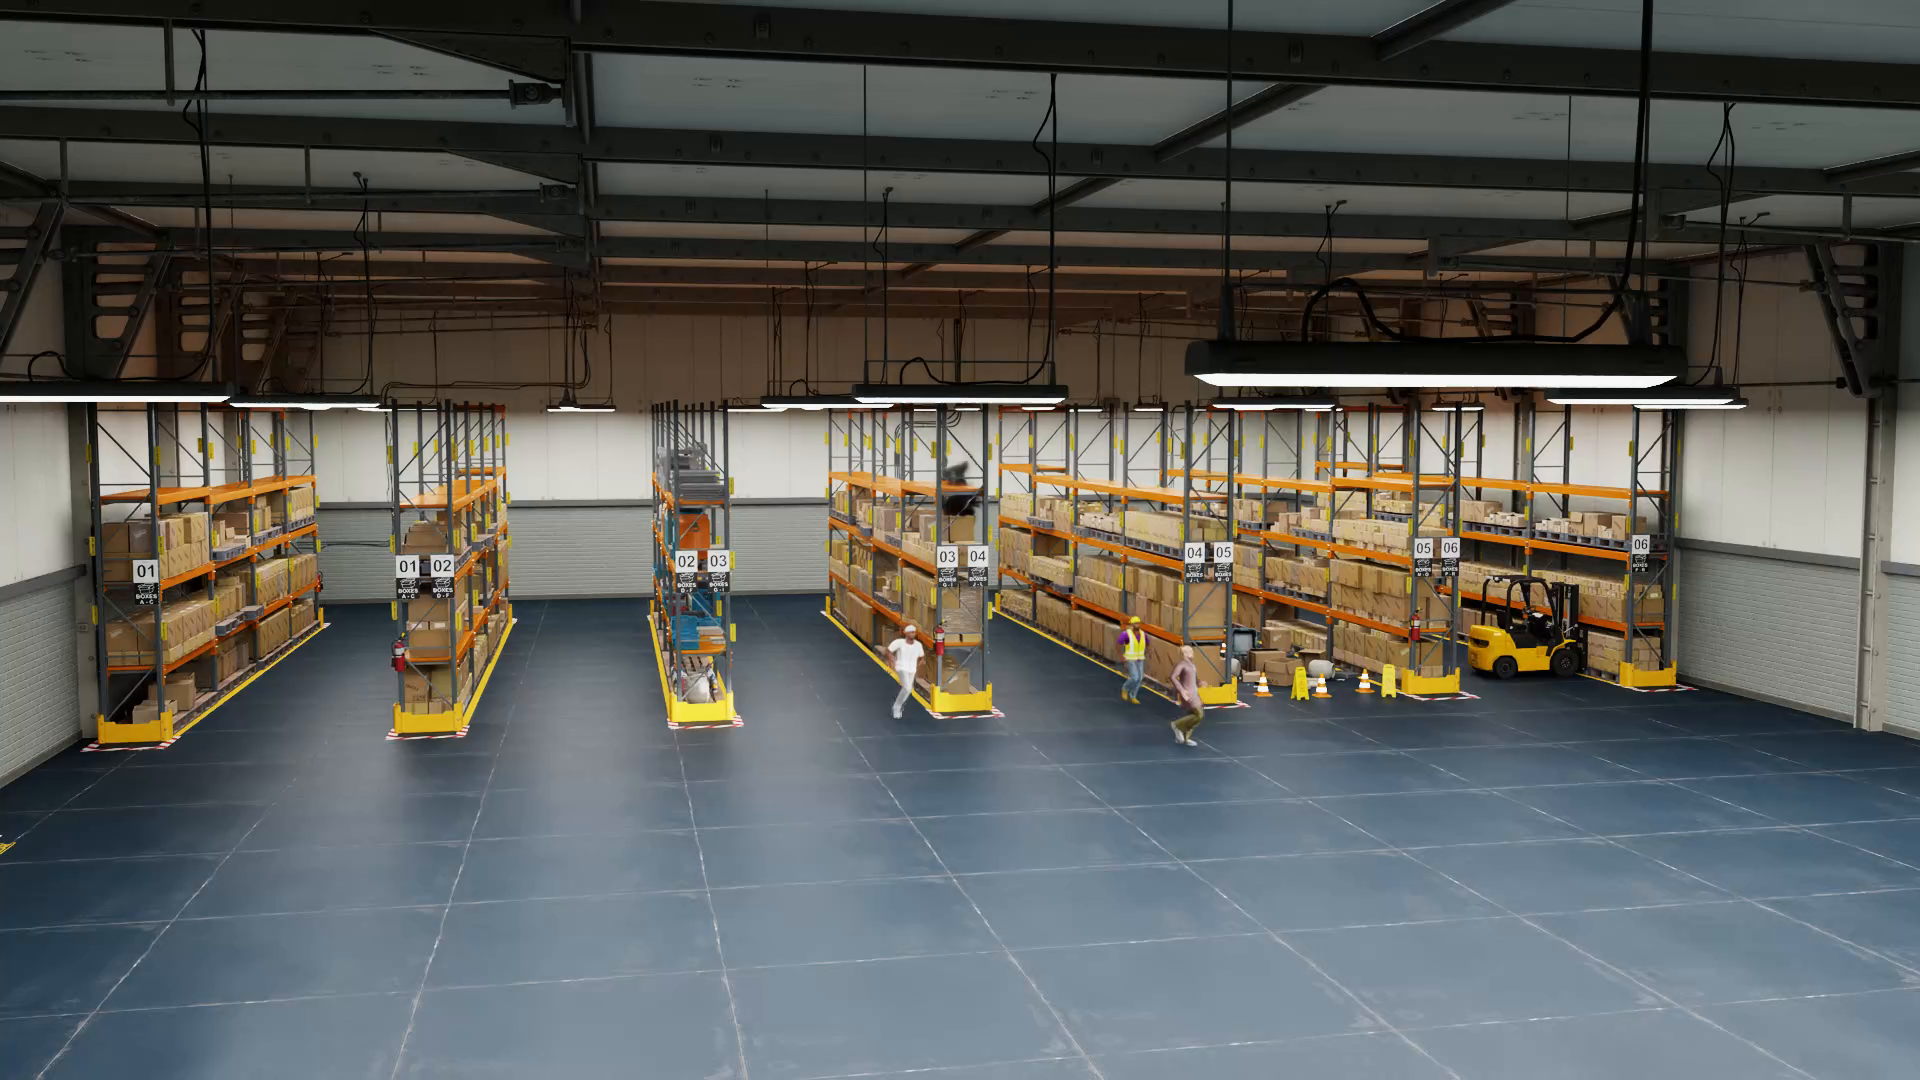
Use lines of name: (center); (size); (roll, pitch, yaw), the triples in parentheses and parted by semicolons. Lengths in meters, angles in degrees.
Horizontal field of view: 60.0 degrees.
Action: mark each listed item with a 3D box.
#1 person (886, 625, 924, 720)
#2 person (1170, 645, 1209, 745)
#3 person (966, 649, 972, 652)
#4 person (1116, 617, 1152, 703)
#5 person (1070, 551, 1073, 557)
person: (-0.989, 2.491, 31.460); (0.691, 1.757, 0.647); (-3, 5, -35)
person: (3.983, 2.693, 28.778); (0.625, 1.736, 0.716); (2, 5, 25)
person: (0.174, 1.859, 40.221); (0.654, 1.653, 0.719); (-1, 4, -11)
person: (3.484, 2.375, 32.953); (0.712, 1.730, 0.575); (-2, 5, -28)
person: (3.267, 1.177, 48.712); (0.684, 1.748, 0.856); (-2, 5, -25)
